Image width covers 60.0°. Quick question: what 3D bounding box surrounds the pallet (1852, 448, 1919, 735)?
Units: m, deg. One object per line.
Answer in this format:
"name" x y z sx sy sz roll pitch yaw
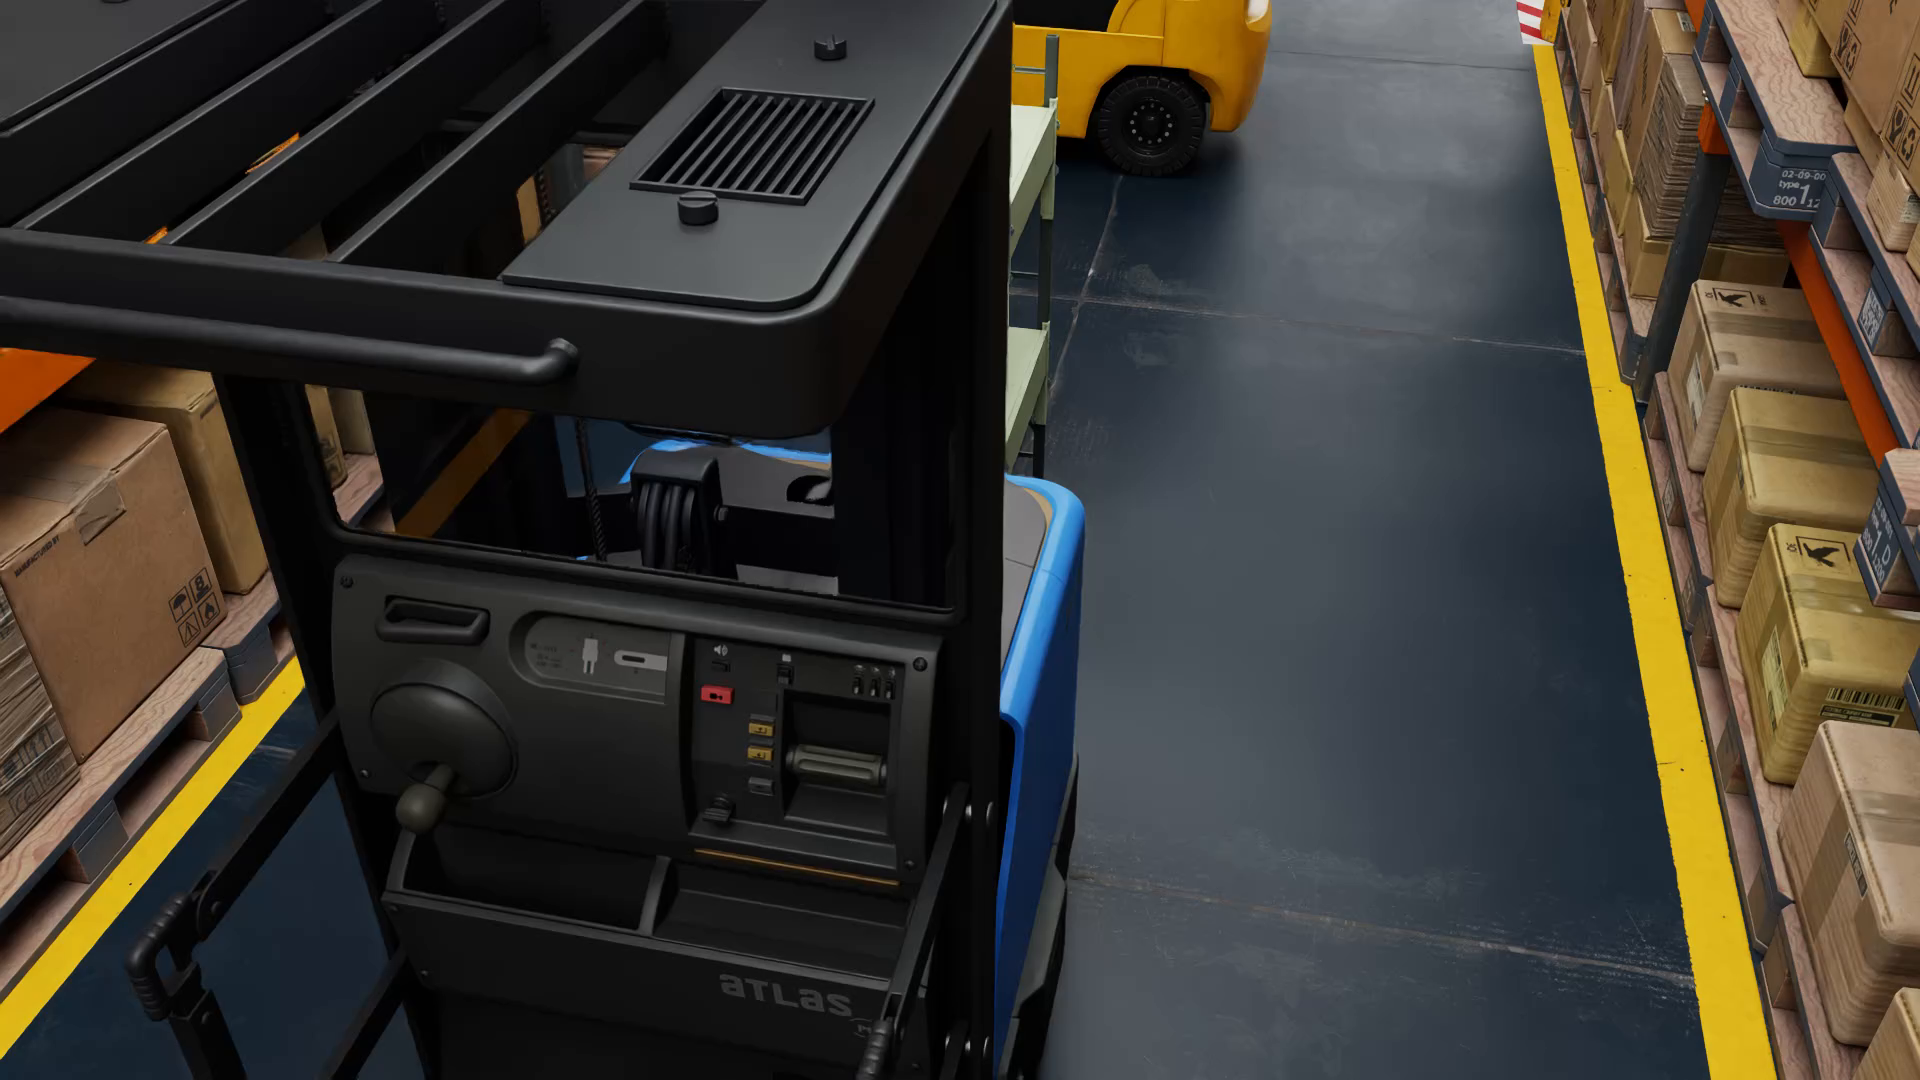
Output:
"pallet" 2.098 0.283 2.467 1.213 0.211 1.003 7 37 10

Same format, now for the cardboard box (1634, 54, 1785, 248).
"cardboard box" 2.769 -1.399 5.971 0.500 0.500 0.500 7 36 9

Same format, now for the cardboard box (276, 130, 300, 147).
"cardboard box" -2.036 -1.334 4.663 0.500 0.250 0.500 8 37 10

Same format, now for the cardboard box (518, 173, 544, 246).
"cardboard box" -2.046 -1.194 6.008 0.875 0.625 0.625 9 37 12

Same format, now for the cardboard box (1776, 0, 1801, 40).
"cardboard box" 2.478 -1.457 4.561 0.380 0.149 0.250 8 37 11

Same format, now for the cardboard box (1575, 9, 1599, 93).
"cardboard box" 3.200 -2.297 7.848 0.500 0.250 0.500 9 37 12

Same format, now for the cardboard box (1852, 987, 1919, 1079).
"cardboard box" 2.181 1.198 2.922 0.950 0.372 0.625 5 36 7

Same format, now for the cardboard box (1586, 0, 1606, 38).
"cardboard box" 3.204 -2.578 7.597 0.500 0.500 0.500 6 36 8

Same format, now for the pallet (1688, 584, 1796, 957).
"pallet" 2.481 0.611 4.227 1.003 0.211 1.213 7 37 10

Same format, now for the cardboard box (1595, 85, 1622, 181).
"cardboard box" 2.985 -1.693 7.015 0.500 0.250 0.500 8 37 11

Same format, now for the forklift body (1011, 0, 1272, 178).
"forklift body" 0.286 -2.920 7.446 2.313 2.155 1.214 7 37 10

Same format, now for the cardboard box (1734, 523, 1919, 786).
"cardboard box" 2.498 0.340 4.106 0.950 0.372 0.625 8 37 12

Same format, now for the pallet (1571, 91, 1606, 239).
"pallet" 3.272 -1.628 7.317 1.003 0.211 1.213 7 37 10

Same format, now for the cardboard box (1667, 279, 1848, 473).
"cardboard box" 2.795 -0.471 5.226 0.950 0.372 0.625 8 37 11

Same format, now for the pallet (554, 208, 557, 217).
"pallet" -1.735 -1.608 7.289 1.003 0.211 1.213 7 37 10

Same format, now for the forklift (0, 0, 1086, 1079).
"forklift" -0.535 0.340 2.284 1.130 2.935 3.031 7 37 10

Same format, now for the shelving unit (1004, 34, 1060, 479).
"shelving unit" 0.001 -0.611 4.815 0.431 1.500 0.755 7 37 10

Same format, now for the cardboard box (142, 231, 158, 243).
"cardboard box" -2.251 -0.740 3.843 0.500 0.250 0.500 6 36 8

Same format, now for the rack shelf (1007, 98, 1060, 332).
"rack shelf" 0.001 -0.927 4.586 0.431 0.370 0.720 7 37 10

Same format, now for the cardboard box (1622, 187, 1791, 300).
"cardboard box" 2.768 -1.096 6.191 0.500 0.250 0.500 9 37 12

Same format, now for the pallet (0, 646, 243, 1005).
"pallet" -2.586 0.669 4.147 1.003 0.211 1.213 7 37 10

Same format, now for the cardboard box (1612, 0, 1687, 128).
"cardboard box" 2.983 -1.984 6.778 0.500 0.500 0.500 9 37 12

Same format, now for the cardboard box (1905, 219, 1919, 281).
"cardboard box" 2.144 -0.557 3.319 0.380 0.149 0.250 6 36 8

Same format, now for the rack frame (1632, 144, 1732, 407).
"rack frame" 2.904 -1.666 4.993 1.000 3.000 0.127 7 37 10

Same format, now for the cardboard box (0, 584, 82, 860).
"cardboard box" -2.653 0.442 3.749 0.875 0.625 0.625 8 37 11

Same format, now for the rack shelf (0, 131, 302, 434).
"rack shelf" -2.373 -0.848 4.478 1.077 0.370 4.000 7 37 10

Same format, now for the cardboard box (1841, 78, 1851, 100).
"cardboard box" 2.430 -1.143 4.128 0.380 0.149 0.250 10 37 13

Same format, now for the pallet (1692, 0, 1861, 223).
"pallet" 2.599 -1.169 4.470 1.003 0.211 1.213 7 37 10

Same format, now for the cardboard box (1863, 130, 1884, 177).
"cardboard box" 2.280 -0.860 3.736 0.380 0.149 0.250 8 37 10

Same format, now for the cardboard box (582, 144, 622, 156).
"cardboard box" -1.541 -1.784 6.715 0.500 0.250 0.500 7 37 10

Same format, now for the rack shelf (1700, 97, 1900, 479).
"rack shelf" 2.477 -0.228 3.622 1.077 0.370 4.000 7 37 10

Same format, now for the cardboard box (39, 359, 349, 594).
"cardboard box" -2.378 -0.319 4.800 0.875 0.625 0.625 6 36 8

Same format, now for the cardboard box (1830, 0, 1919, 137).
"cardboard box" 2.299 -1.196 3.647 0.500 0.500 0.500 7 37 10
